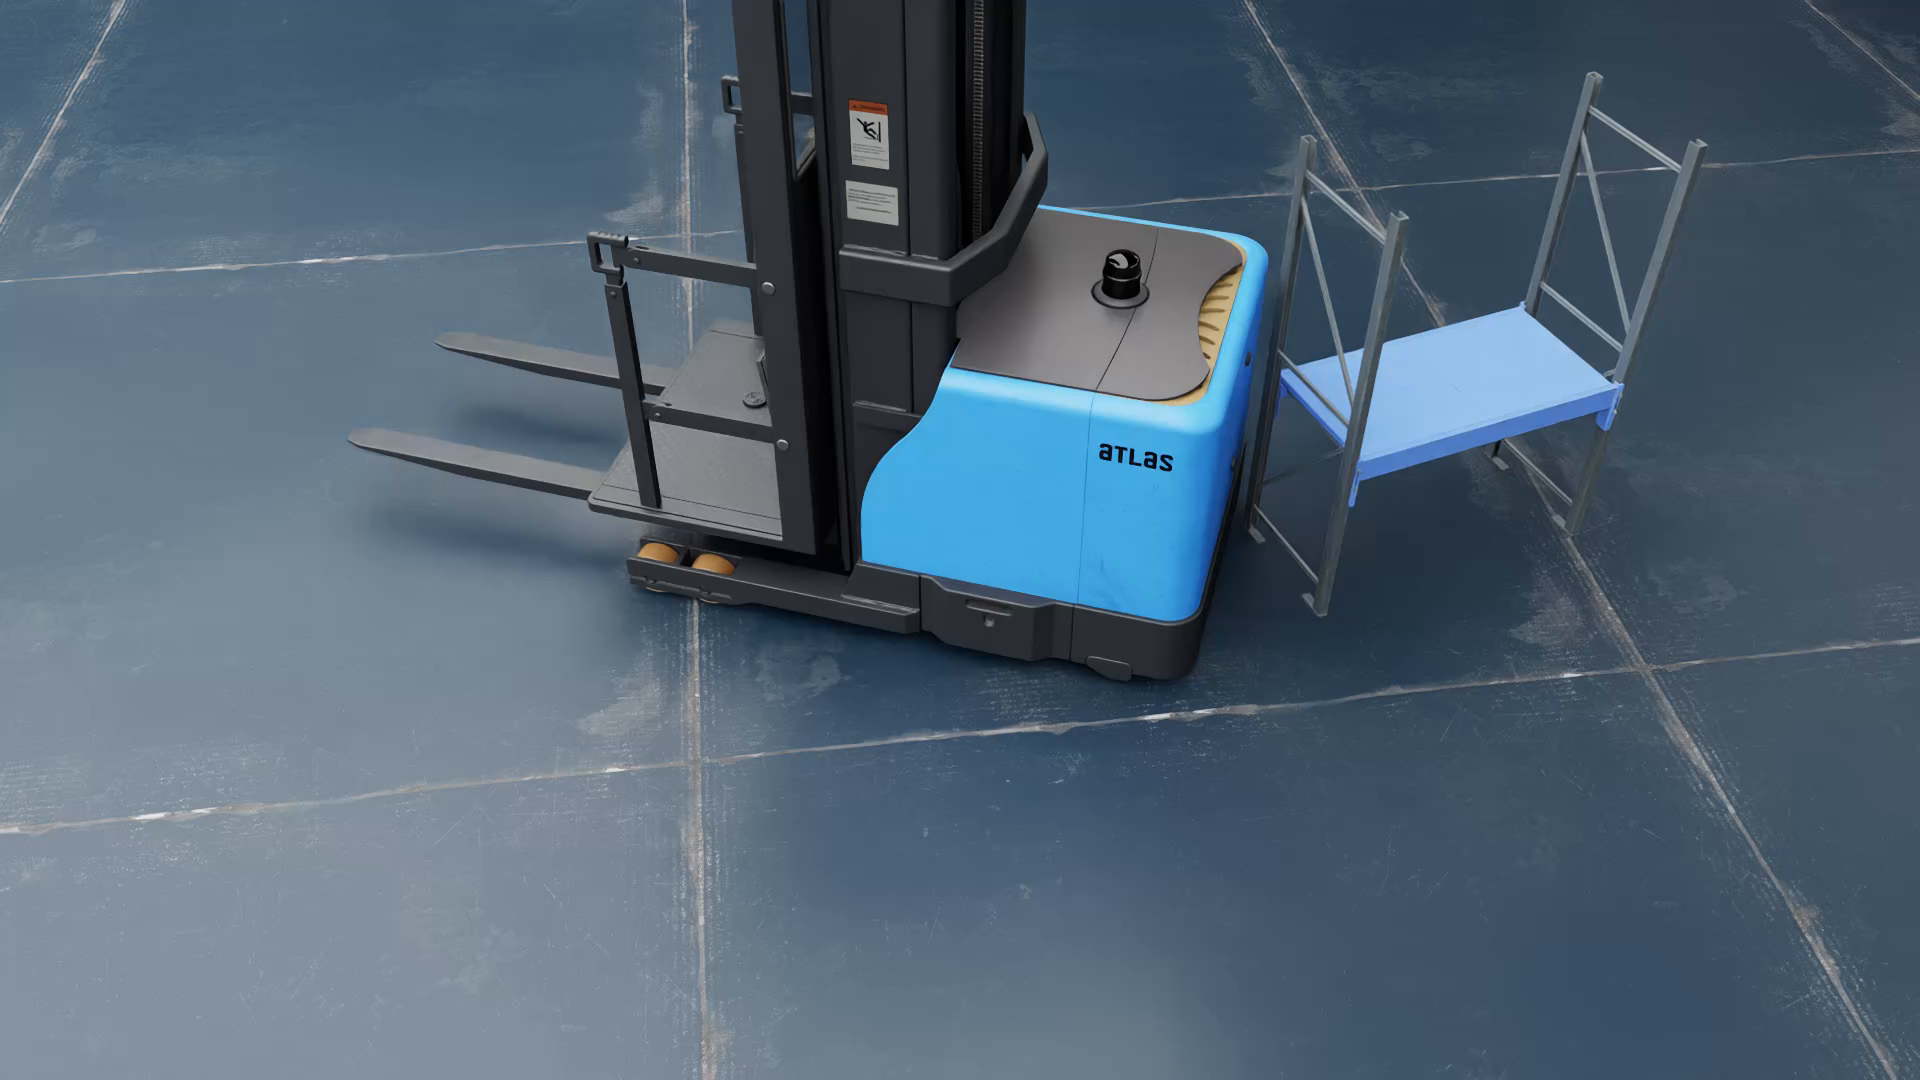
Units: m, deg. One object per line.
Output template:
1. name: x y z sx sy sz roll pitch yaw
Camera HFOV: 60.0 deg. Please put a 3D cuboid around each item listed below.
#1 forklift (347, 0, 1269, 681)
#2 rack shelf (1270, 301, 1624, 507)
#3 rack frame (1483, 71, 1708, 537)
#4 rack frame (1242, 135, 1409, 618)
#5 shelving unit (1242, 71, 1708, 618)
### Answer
1. forklift: -0.598 -1.205 4.898 3.031 2.935 1.130 11 43 12
2. rack shelf: 1.565 -0.457 5.406 1.000 0.185 0.538 -16 44 -17
3. rack frame: 2.033 -0.724 5.433 0.032 1.500 0.500 -16 44 -17
4. rack frame: 1.096 -0.458 5.138 0.032 1.500 0.500 -16 44 -17
5. shelving unit: 1.565 -0.591 5.285 1.048 1.500 0.538 -16 44 -17
